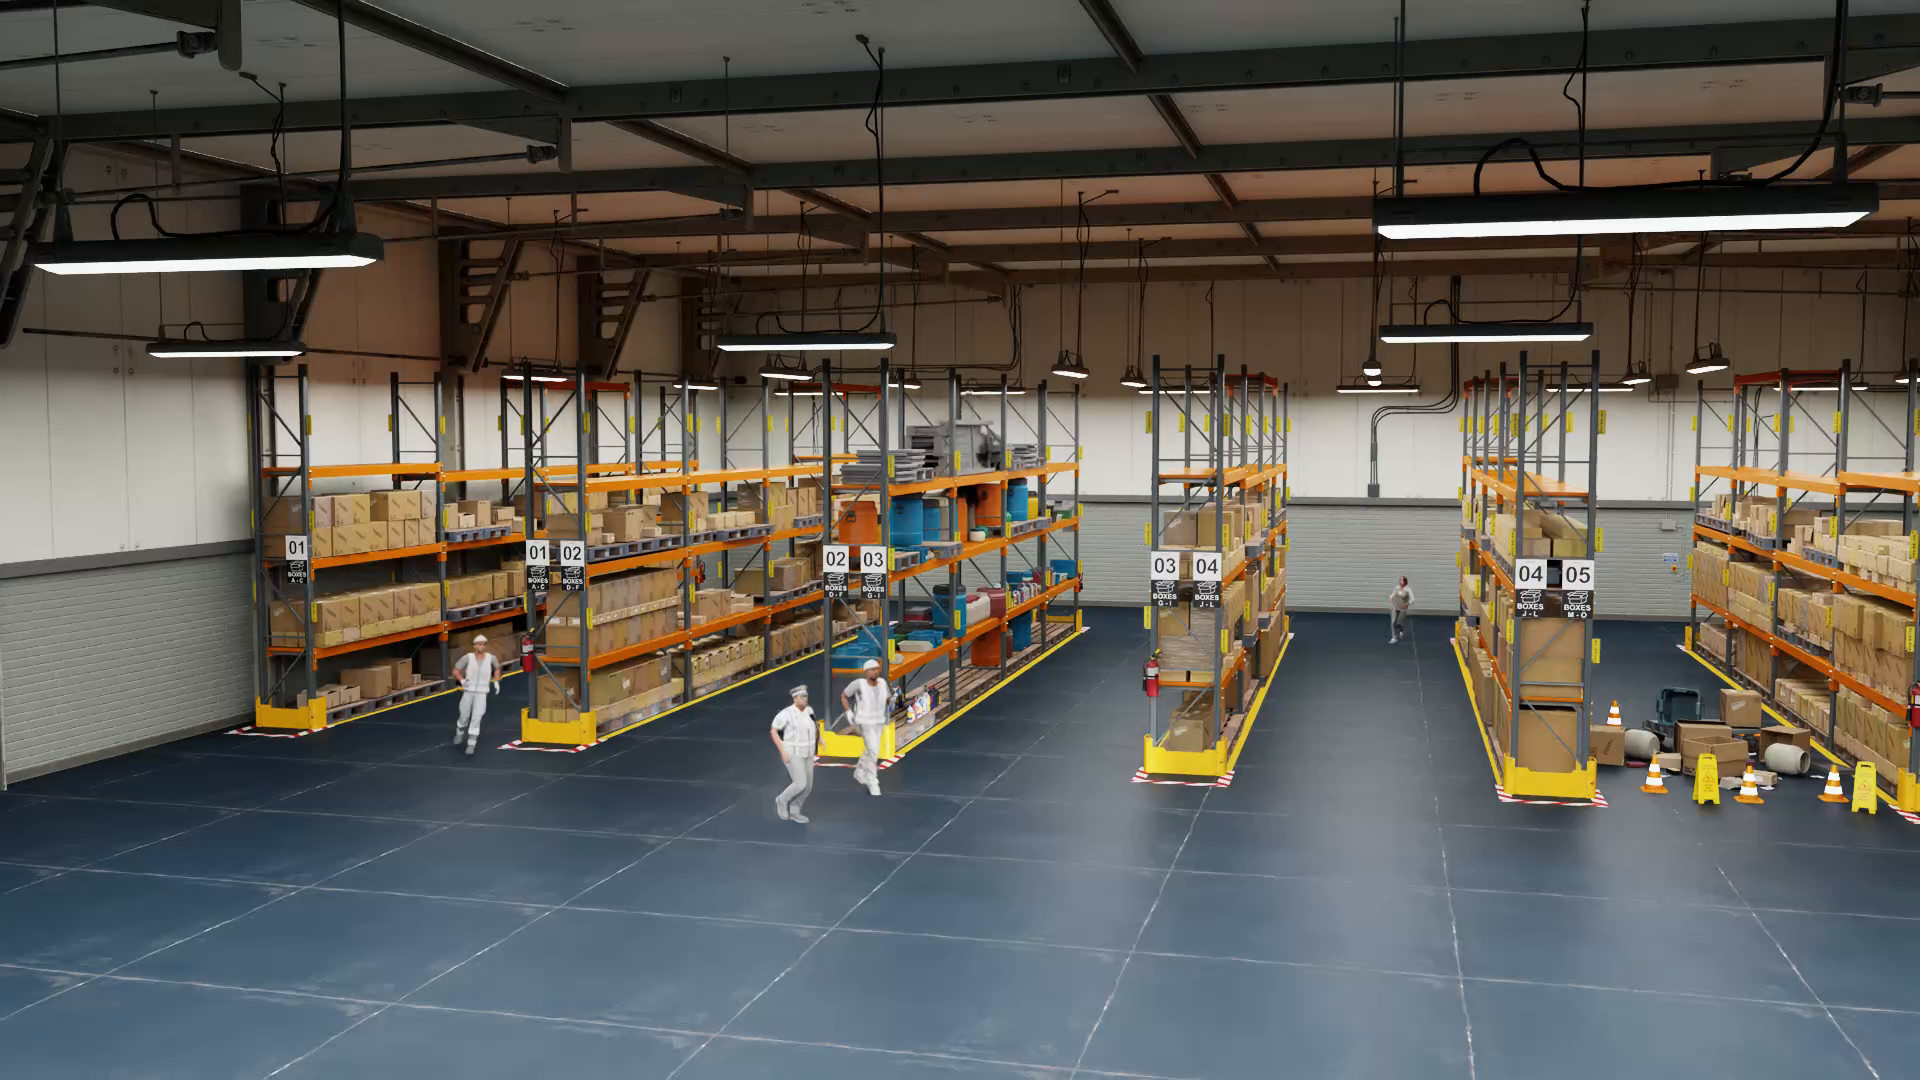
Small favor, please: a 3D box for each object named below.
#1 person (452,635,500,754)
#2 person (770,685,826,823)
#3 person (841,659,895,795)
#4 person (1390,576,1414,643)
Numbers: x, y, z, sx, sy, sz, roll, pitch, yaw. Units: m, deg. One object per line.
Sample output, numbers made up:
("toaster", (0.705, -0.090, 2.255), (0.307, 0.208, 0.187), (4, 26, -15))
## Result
("person", (-7.427, 2.344, 25.554), (0.702, 1.756, 0.986), (-1, 4, -19))
("person", (-2.003, 2.687, 20.946), (0.594, 1.749, 0.675), (3, 5, 38))
("person", (-1.220, 2.549, 22.815), (0.661, 1.841, 0.796), (-4, 5, -42))
("person", (10.184, 1.612, 38.335), (0.573, 1.536, 0.596), (3, 5, 40))
